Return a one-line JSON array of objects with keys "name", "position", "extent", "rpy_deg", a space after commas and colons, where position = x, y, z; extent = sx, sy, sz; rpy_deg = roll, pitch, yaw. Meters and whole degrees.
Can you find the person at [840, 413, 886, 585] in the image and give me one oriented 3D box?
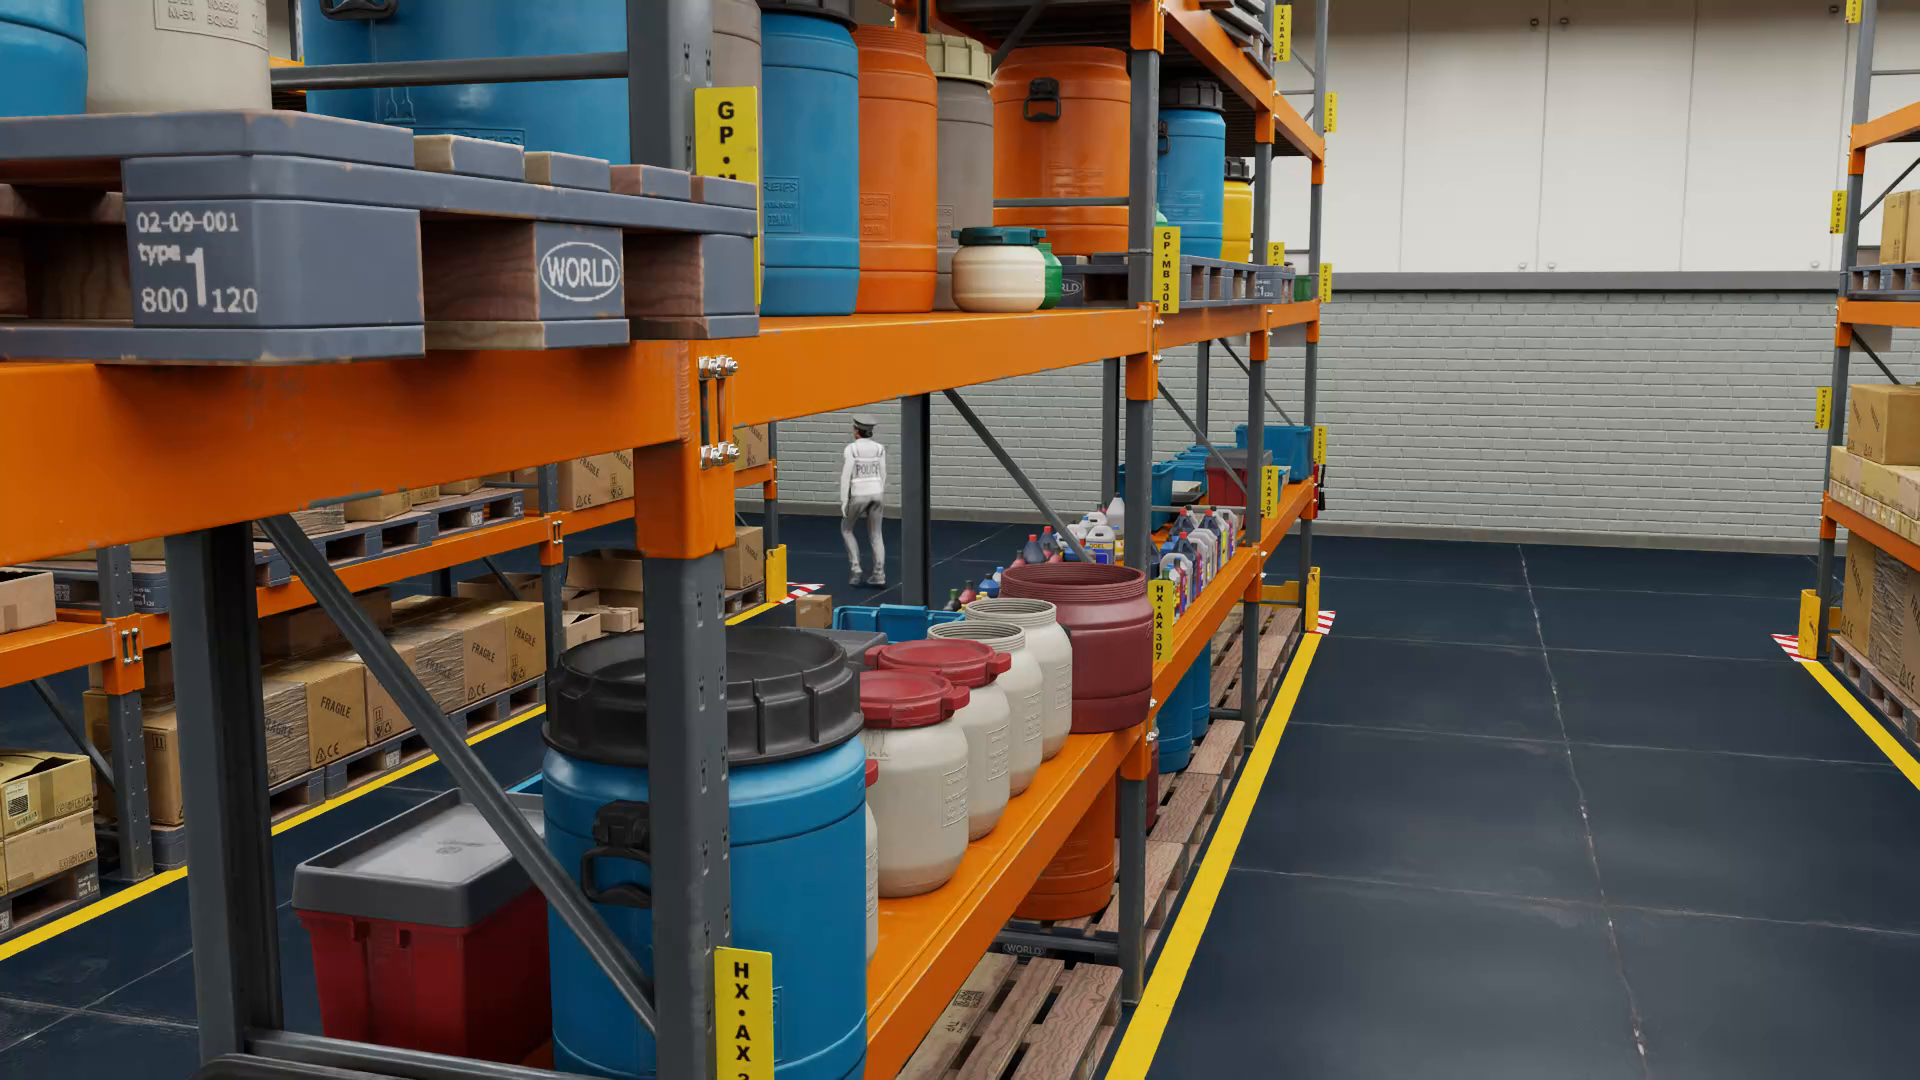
[{"name": "person", "position": [-0.942, -0.377, 16.282], "extent": [0.536, 1.717, 0.532], "rpy_deg": [-5, 10, -30]}]
